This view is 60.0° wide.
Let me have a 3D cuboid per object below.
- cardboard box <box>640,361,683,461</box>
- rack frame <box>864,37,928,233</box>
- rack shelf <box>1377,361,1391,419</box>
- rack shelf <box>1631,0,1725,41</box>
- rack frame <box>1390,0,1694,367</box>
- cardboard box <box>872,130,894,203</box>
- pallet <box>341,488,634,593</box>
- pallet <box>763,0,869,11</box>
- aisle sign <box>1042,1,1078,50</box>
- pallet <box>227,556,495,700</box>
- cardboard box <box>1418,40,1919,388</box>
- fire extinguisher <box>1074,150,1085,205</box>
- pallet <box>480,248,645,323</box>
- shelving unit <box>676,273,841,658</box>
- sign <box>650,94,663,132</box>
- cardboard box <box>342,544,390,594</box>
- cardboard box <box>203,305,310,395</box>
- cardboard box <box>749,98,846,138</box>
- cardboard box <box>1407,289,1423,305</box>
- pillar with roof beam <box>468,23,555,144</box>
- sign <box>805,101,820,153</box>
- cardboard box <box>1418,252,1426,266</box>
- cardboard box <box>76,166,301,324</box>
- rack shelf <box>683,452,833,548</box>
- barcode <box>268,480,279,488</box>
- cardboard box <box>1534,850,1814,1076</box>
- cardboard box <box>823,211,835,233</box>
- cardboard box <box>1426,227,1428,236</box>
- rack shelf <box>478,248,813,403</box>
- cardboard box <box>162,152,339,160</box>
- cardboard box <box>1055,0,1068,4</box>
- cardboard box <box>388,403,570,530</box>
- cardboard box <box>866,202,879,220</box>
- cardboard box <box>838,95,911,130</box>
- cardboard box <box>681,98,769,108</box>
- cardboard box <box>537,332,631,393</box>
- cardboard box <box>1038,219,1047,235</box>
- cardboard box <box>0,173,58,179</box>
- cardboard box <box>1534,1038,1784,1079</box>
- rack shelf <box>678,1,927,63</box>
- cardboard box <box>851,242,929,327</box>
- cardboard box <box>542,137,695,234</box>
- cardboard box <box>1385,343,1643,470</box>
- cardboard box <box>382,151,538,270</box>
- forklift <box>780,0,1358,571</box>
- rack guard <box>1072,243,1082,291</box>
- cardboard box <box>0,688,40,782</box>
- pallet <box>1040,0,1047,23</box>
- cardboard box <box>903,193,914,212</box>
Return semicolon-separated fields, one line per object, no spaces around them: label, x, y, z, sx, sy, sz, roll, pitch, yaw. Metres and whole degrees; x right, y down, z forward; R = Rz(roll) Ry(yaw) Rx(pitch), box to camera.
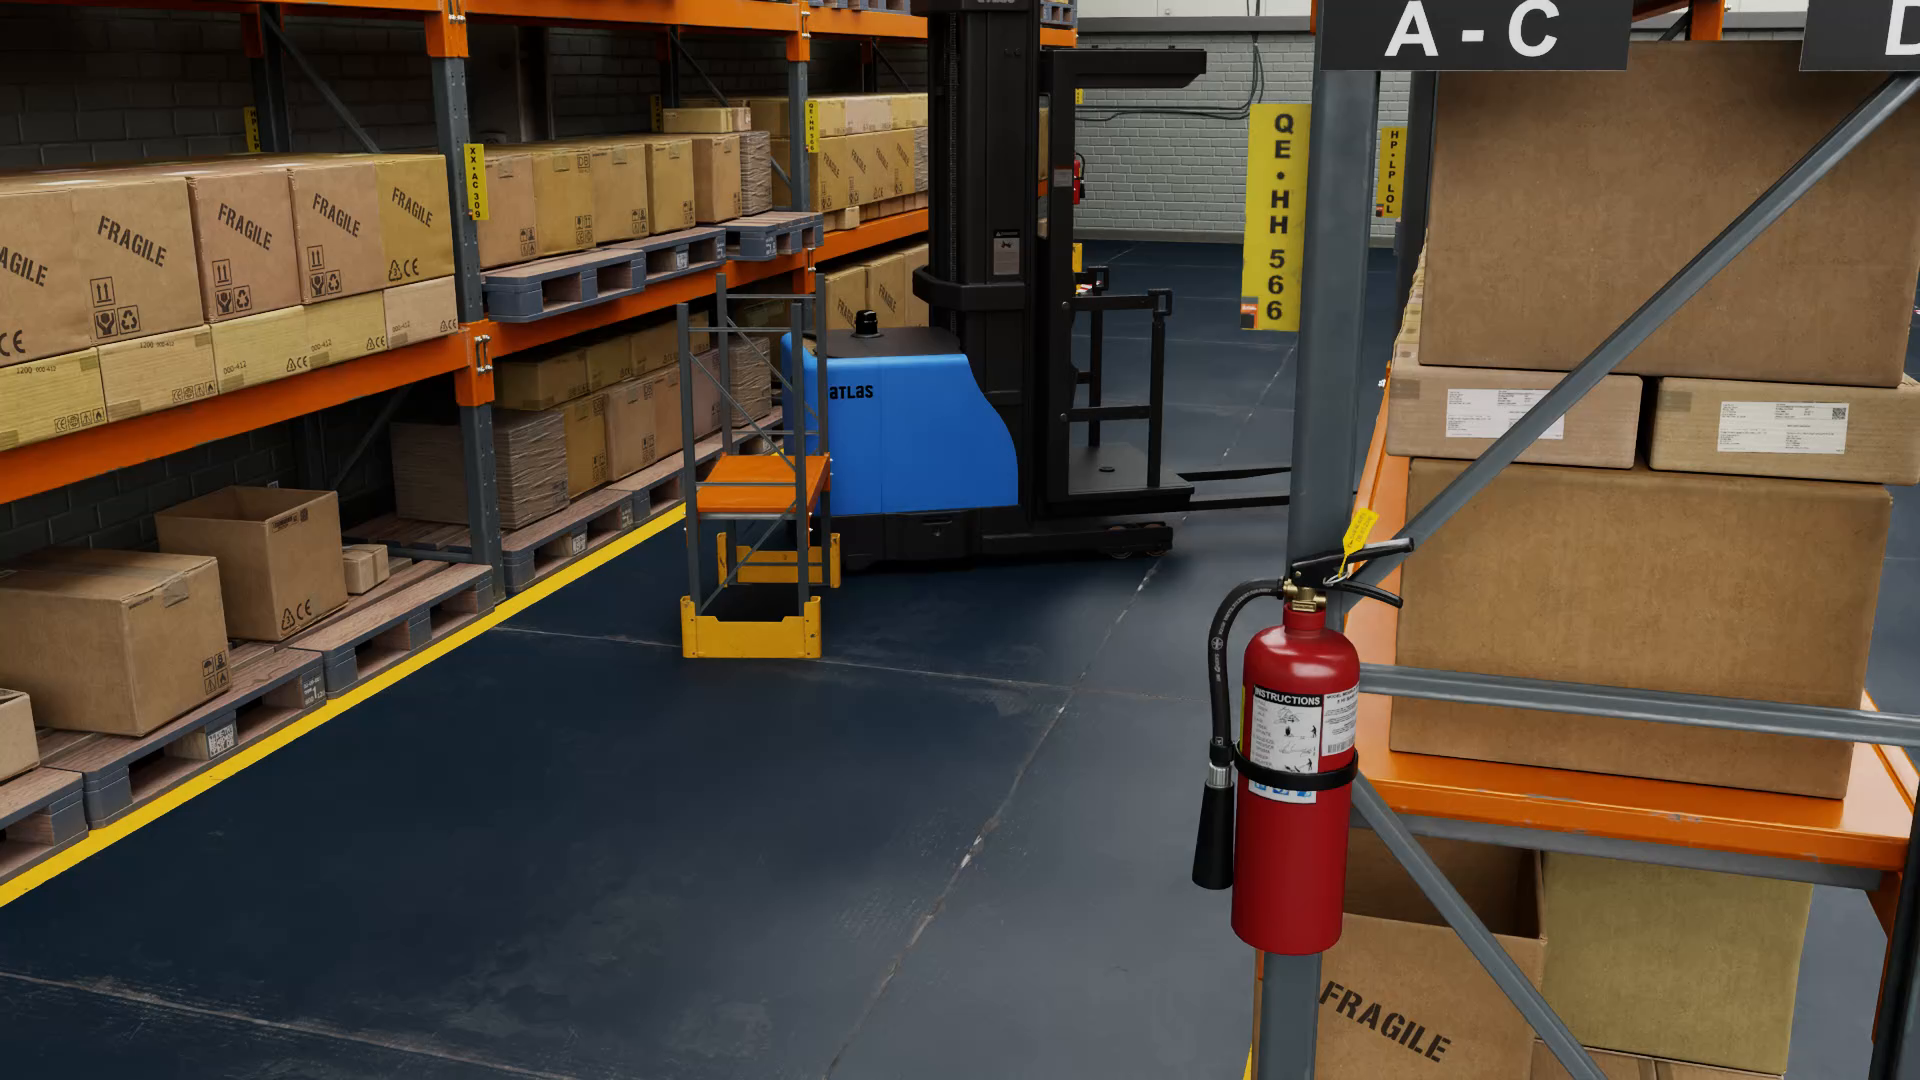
cardboard box;-2.021;-0.786;9.880;0.700;0.500;0.500;5;16;16
rack frame;-0.357;-3.274;14.876;1.000;3.000;0.127;5;16;16
rack shelf;2.688;-0.975;8.089;1.077;0.370;4.000;5;16;16
rack shelf;2.688;-2.418;7.679;1.077;0.370;4.000;5;16;16
rack frame;2.120;-0.798;6.146;1.000;3.000;0.127;5;16;16
cardboard box;-0.811;-2.802;12.445;0.500;0.500;0.500;5;16;16
pallet;-2.411;-0.043;8.596;1.003;0.211;1.213;5;16;16
pallet;-1.362;-3.752;11.411;1.213;0.211;1.003;5;17;18
aisle sign;1.087;-5.567;18.195;0.394;0.787;0.004;5;16;16
pallet;-2.788;0.339;7.248;1.003;0.211;1.213;5;16;16
cardboard box;1.143;-0.559;2.742;0.700;0.500;0.500;5;16;16
fire extinguisher;1.265;-4.108;18.640;0.296;0.674;0.183;5;16;16
pallet;-2.274;-1.278;8.188;1.003;0.211;1.213;5;16;16
shelving unit;-0.879;-0.368;7.377;0.587;1.500;1.083;0;16;1
sign;-2.027;-2.827;11.177;0.100;0.325;0.005;5;16;16
cardboard box;-2.754;0.113;7.322;0.380;0.166;0.250;2;16;9
cardboard box;-2.753;-0.709;6.069;0.500;0.250;0.500;5;16;16
cardboard box;-1.110;-2.896;11.402;0.500;0.250;0.500;5;17;17
cardboard box;1.128;-0.428;3.468;0.380;0.149;0.250;5;17;17
pillar with roof beam;1.435;-4.507;8.228;9.100;9.000;0.400;5;16;16
sign;-0.971;-2.707;10.899;0.100;0.325;0.005;5;16;16
cardboard box;1.348;-0.632;4.190;0.380;0.149;0.250;4;16;15
cardboard box;-2.759;-1.070;5.968;0.500;0.500;0.500;4;16;14
rack shelf;-0.879;-0.192;7.417;0.538;0.185;1.000;0;16;1
barcode;-3.014;-0.222;7.302;0.001;0.075;0.075;5;16;16
cardboard box;1.489;0.755;3.567;0.500;0.500;0.500;5;16;16
cardboard box;-1.099;-2.250;11.688;0.380;0.149;0.250;5;17;17
cardboard box;1.568;-0.836;4.906;0.380;0.149;0.250;4;16;14
rack shelf;-2.063;-1.358;9.440;1.077;0.370;4.000;5;16;16
cardboard box;-2.965;-1.373;7.036;0.500;0.500;0.500;4;16;15
cardboard box;0.826;-5.730;17.357;0.500;0.250;0.500;5;17;18
cardboard box;-2.438;-0.384;8.461;0.700;0.500;0.500;5;17;18
cardboard box;-0.840;-2.523;12.653;0.380;0.149;0.250;5;17;17
cardboard box;-0.689;-3.294;12.806;0.500;0.250;0.500;4;16;15
cardboard box;-1.614;-2.928;11.516;0.500;0.250;0.500;5;17;17
cardboard box;-2.172;-0.997;9.247;0.500;0.250;0.500;4;16;14
cardboard box;0.743;-3.327;17.683;0.380;0.149;0.250;5;17;17
cardboard box;-3.399;-0.971;5.620;0.500;0.500;0.500;5;17;17
cardboard box;1.487;1.115;3.670;0.500;0.250;0.500;5;16;16
rack shelf;-0.926;-3.848;12.720;1.077;0.370;4.000;5;16;16
cardboard box;-0.667;-2.029;13.656;0.750;0.750;0.750;5;17;18
cardboard box;-1.951;-2.036;9.521;0.700;0.500;0.500;5;16;16
cardboard box;0.909;-0.226;2.759;0.380;0.149;0.250;4;16;15
cardboard box;-2.454;-1.571;7.883;0.700;0.500;0.500;5;16;16
forklift;0.613;-1.450;8.569;3.031;2.935;1.130;-4;16;-13
rack guard;0.786;-3.124;18.929;1.175;0.500;0.348;5;16;16
cardboard box;-3.323;0.624;5.253;0.500;0.311;0.500;6;17;20
pallet;0.234;-5.206;16.352;1.003;0.211;1.213;5;16;16
cardboard box;-0.585;-2.724;13.358;0.380;0.149;0.250;4;16;14
